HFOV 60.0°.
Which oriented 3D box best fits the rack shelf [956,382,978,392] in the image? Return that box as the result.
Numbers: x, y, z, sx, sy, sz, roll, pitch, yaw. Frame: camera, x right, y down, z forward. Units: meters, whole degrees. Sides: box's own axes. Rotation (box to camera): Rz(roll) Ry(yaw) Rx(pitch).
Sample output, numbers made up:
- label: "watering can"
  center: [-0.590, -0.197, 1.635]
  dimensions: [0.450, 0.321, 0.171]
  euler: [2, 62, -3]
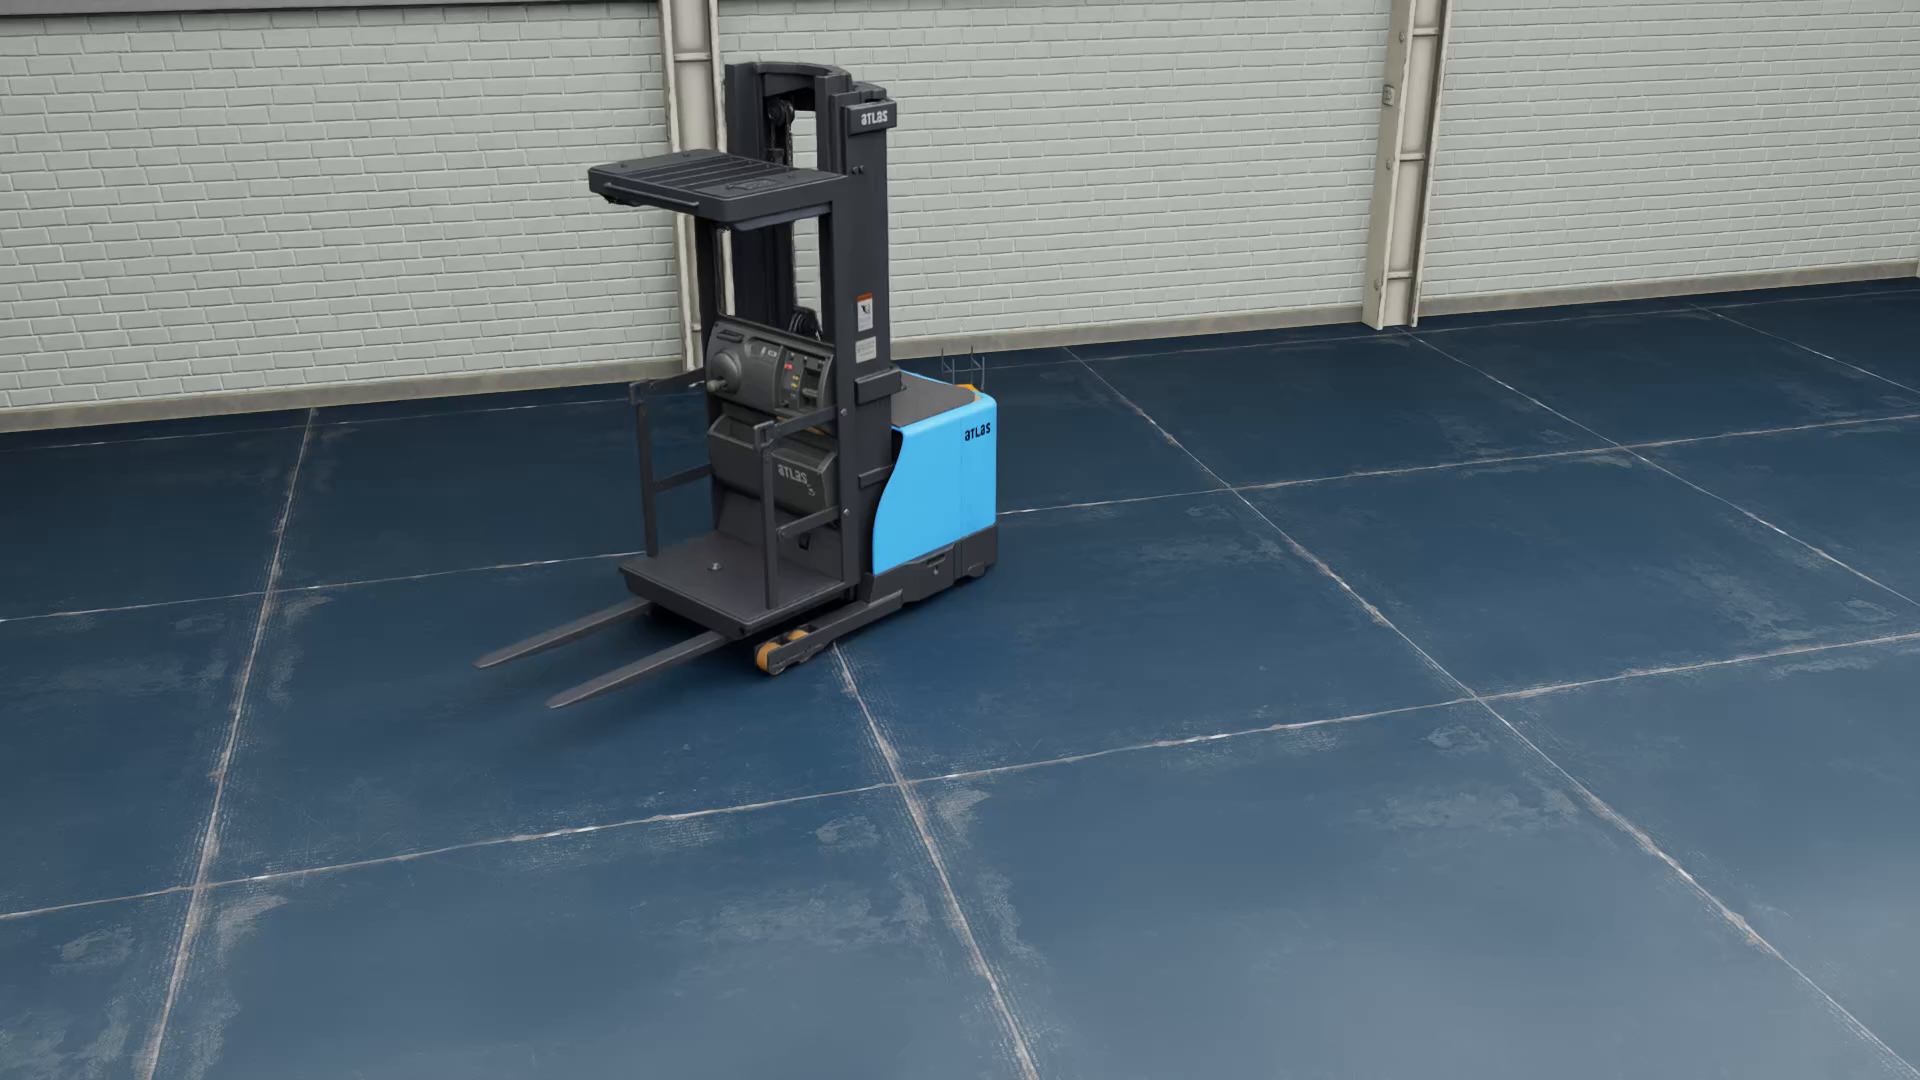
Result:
- label: "rack shelf"
  center: [0.015, -0.844, 9.893]
  dimensions: [0.180, 0.103, 0.258]
  euler: [-7, 24, -15]

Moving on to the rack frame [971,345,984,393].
- label: "rack frame"
  center: [0.103, -0.565, 10.043]
  dimensions: [0.006, 1.200, 0.240]
  euler: [-7, 24, -15]

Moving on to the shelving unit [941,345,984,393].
- label: "shelving unit"
  center: [0.016, -0.554, 10.019]
  dimensions: [0.189, 1.200, 0.258]
  euler: [-7, 24, -15]

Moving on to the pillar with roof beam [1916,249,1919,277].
- label: "pillar with roof beam"
  center: [10.733, -5.057, 10.624]
  dimensions: [0.400, 9.000, 9.100]
  euler: [-6, 24, -14]

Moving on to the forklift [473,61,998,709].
- label: "forklift"
  center: [-1.145, -0.876, 8.573]
  dimensions: [1.130, 2.935, 3.031]
  euler: [20, 30, 39]

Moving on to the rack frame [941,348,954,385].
- label: "rack frame"
  center: [-0.072, -0.544, 9.995]
  dimensions: [0.006, 1.200, 0.240]
  euler: [-7, 24, -15]
